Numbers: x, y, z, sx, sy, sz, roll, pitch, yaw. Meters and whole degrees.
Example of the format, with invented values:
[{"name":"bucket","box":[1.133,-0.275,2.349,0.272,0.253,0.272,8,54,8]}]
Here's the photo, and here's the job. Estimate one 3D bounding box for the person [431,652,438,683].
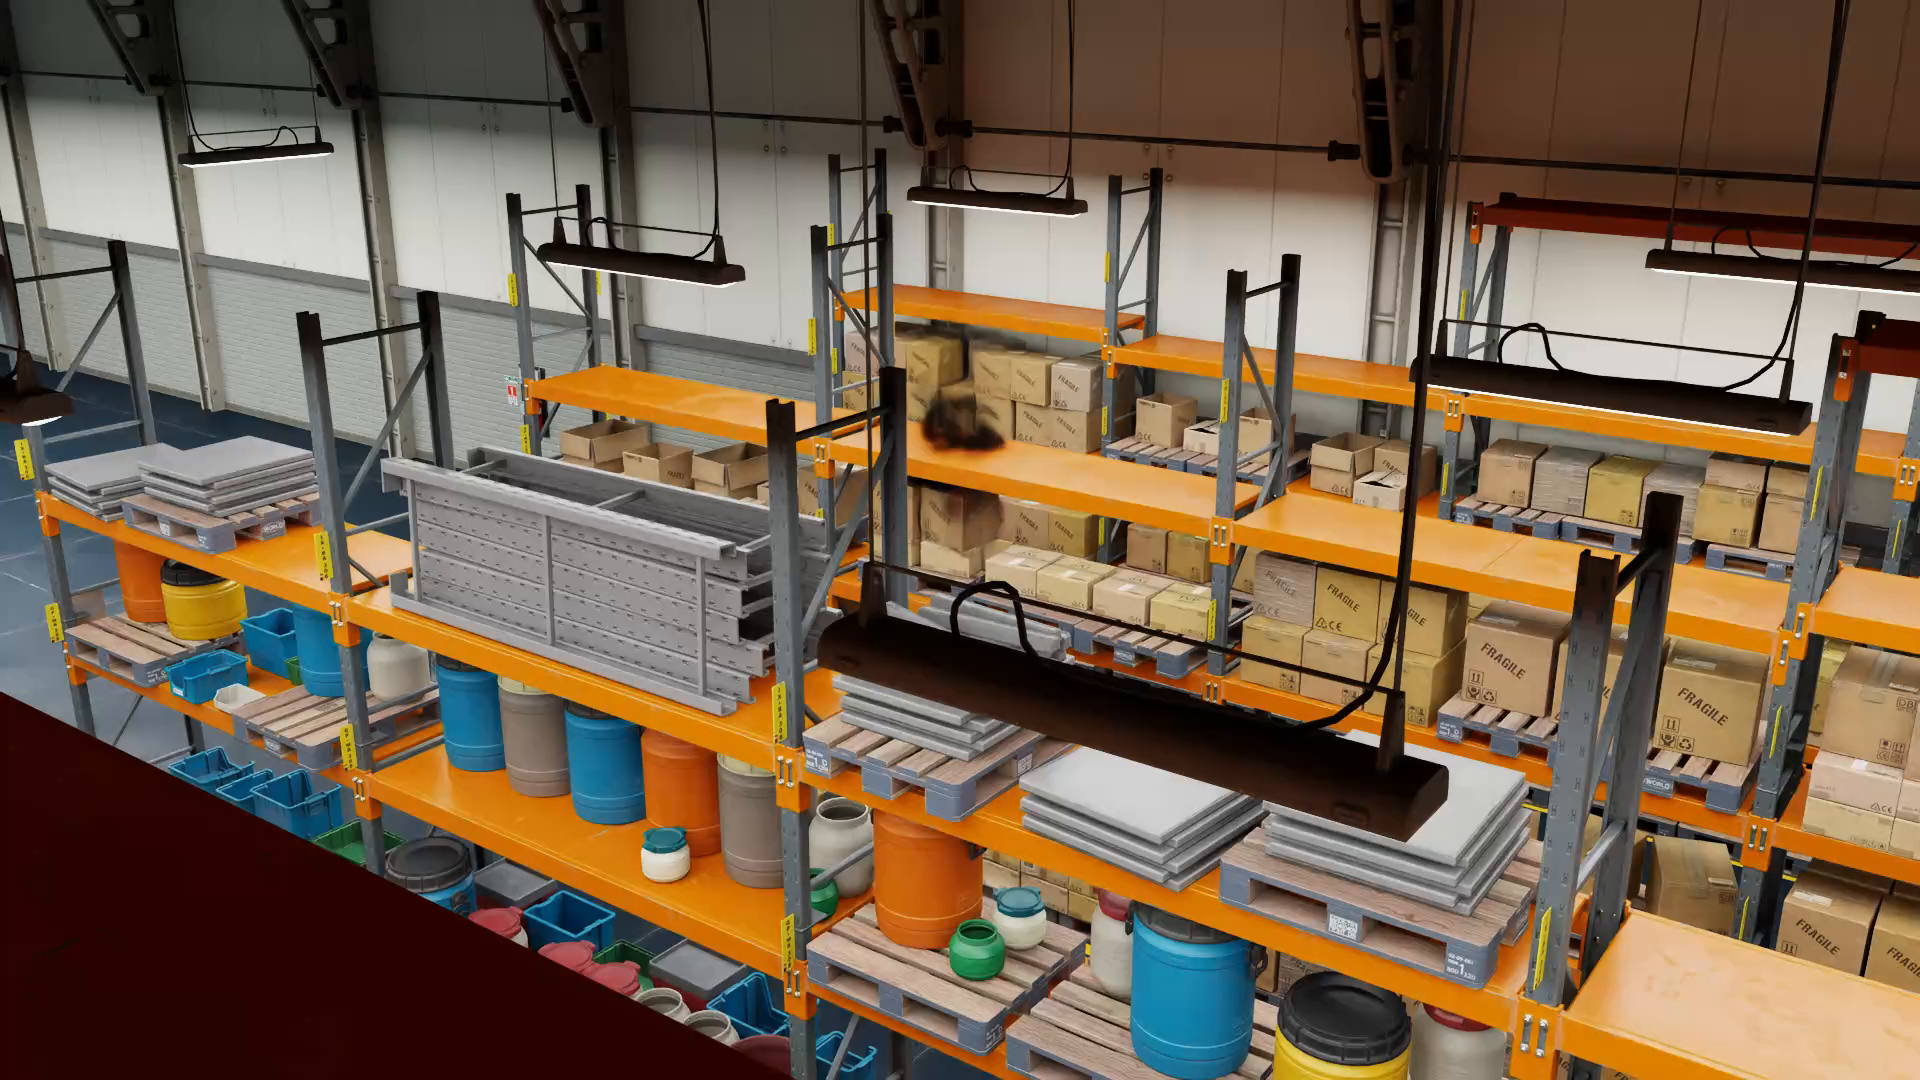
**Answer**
[{"name":"person","box":[-5.864,1.029,19.254,0.978,1.764,0.729,-7,20,-21]}]
